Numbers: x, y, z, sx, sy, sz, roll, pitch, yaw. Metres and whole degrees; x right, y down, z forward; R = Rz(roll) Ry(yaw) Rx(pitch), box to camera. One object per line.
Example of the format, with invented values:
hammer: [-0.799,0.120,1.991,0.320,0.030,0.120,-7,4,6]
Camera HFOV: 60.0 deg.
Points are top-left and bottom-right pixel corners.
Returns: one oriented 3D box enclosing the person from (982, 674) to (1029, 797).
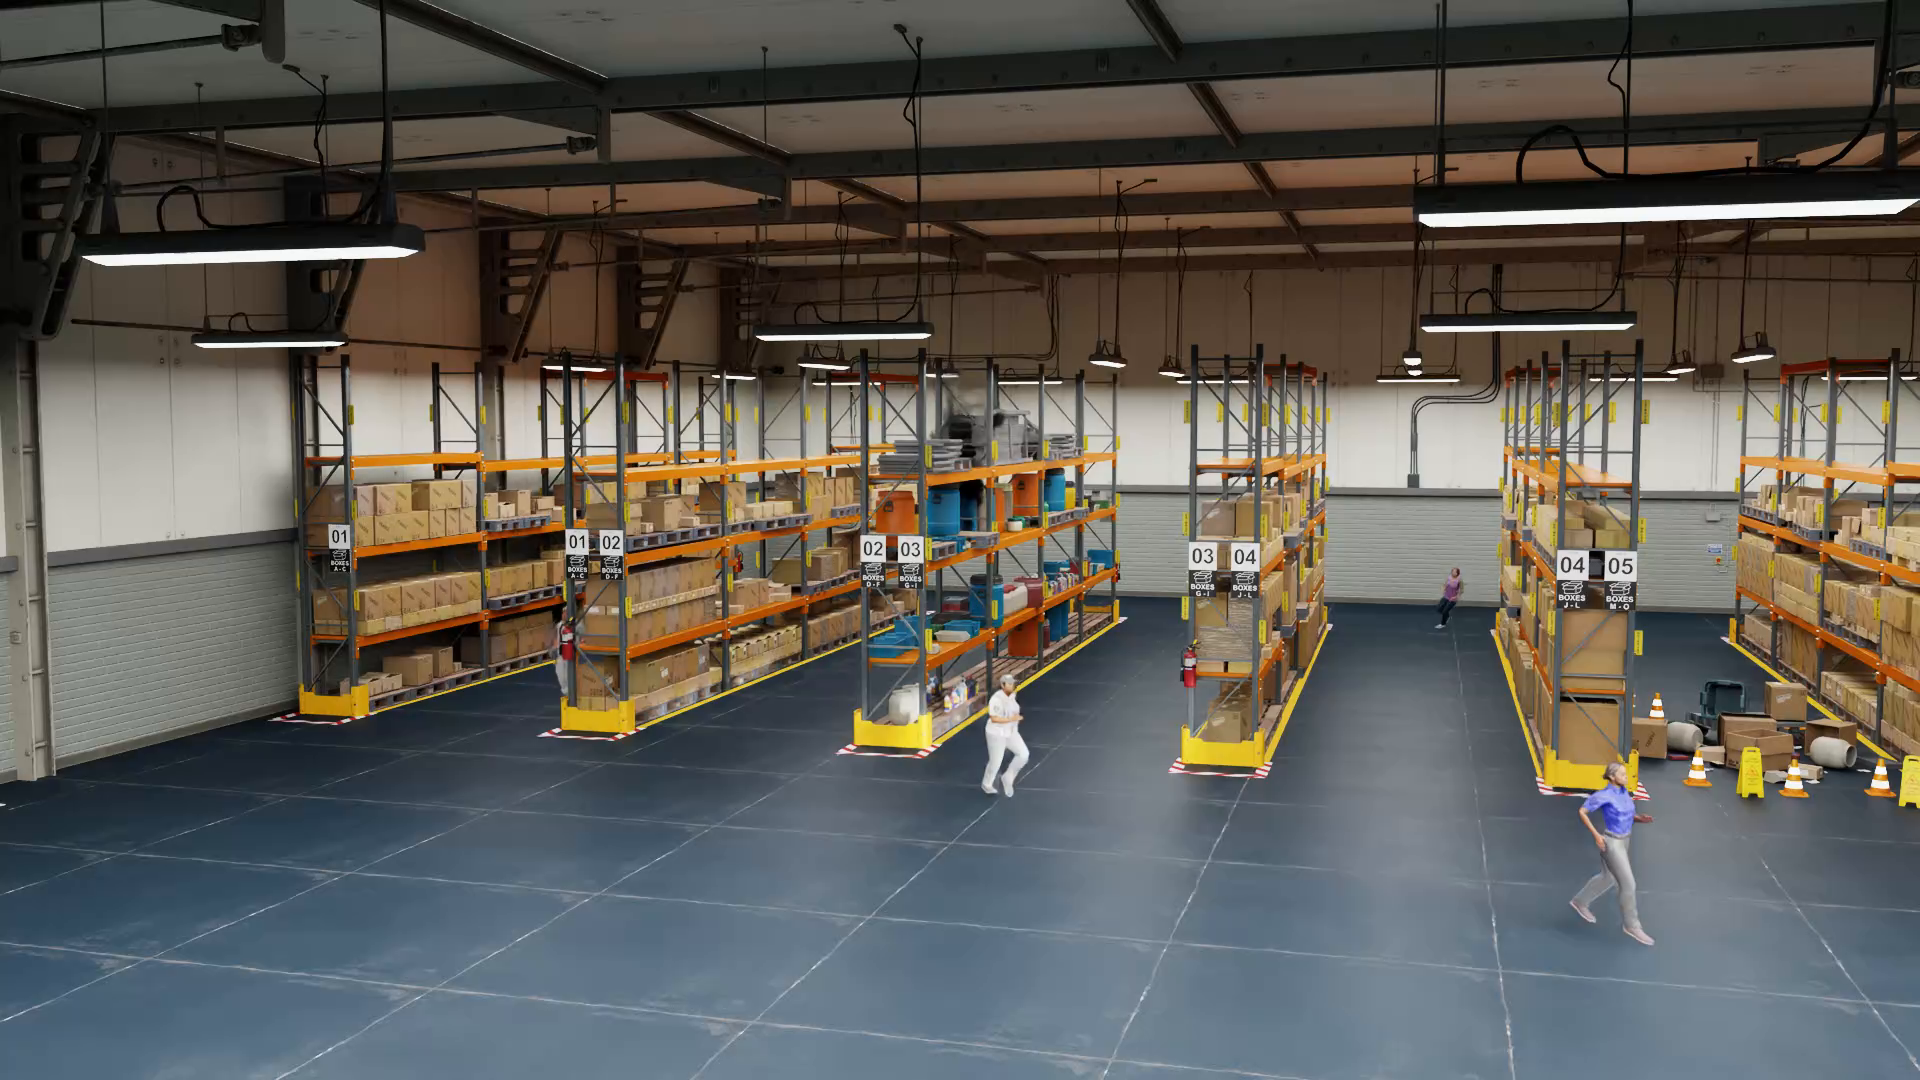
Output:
person: [0.576,2.545,21.715,0.776,1.633,0.633,4,6,44]

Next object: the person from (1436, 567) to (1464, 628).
person: [11.432,1.355,38.853,0.472,1.473,0.677,-3,5,-33]

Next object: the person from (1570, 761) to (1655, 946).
person: [6.284,2.962,15.976,0.867,1.682,0.562,4,6,44]

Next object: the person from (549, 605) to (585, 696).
person: [-6.717,1.987,28.598,0.643,1.742,0.612,1,5,18]
